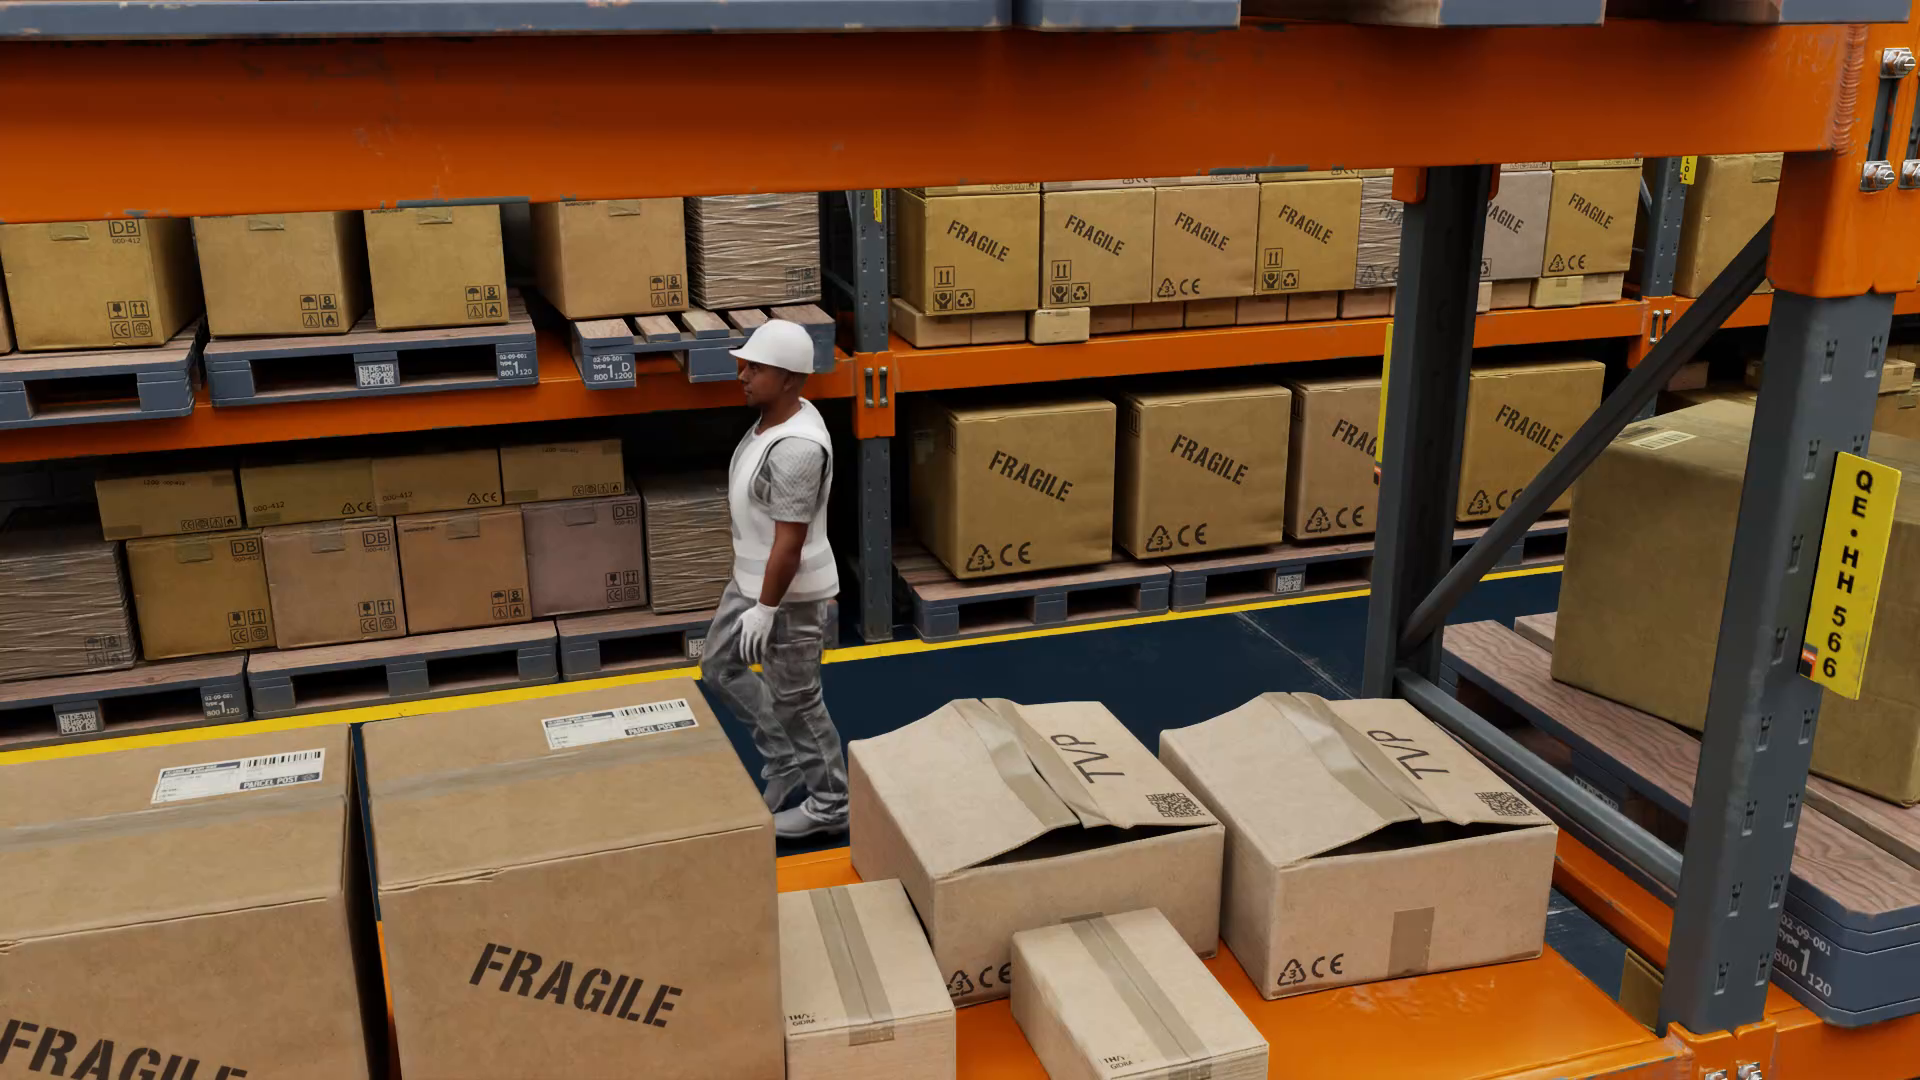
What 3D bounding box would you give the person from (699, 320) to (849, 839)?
[{"bbox_3d":[-0.626,0.174,5.496,0.471,1.820,0.603,-5,20,-13],"label":"person"}]
